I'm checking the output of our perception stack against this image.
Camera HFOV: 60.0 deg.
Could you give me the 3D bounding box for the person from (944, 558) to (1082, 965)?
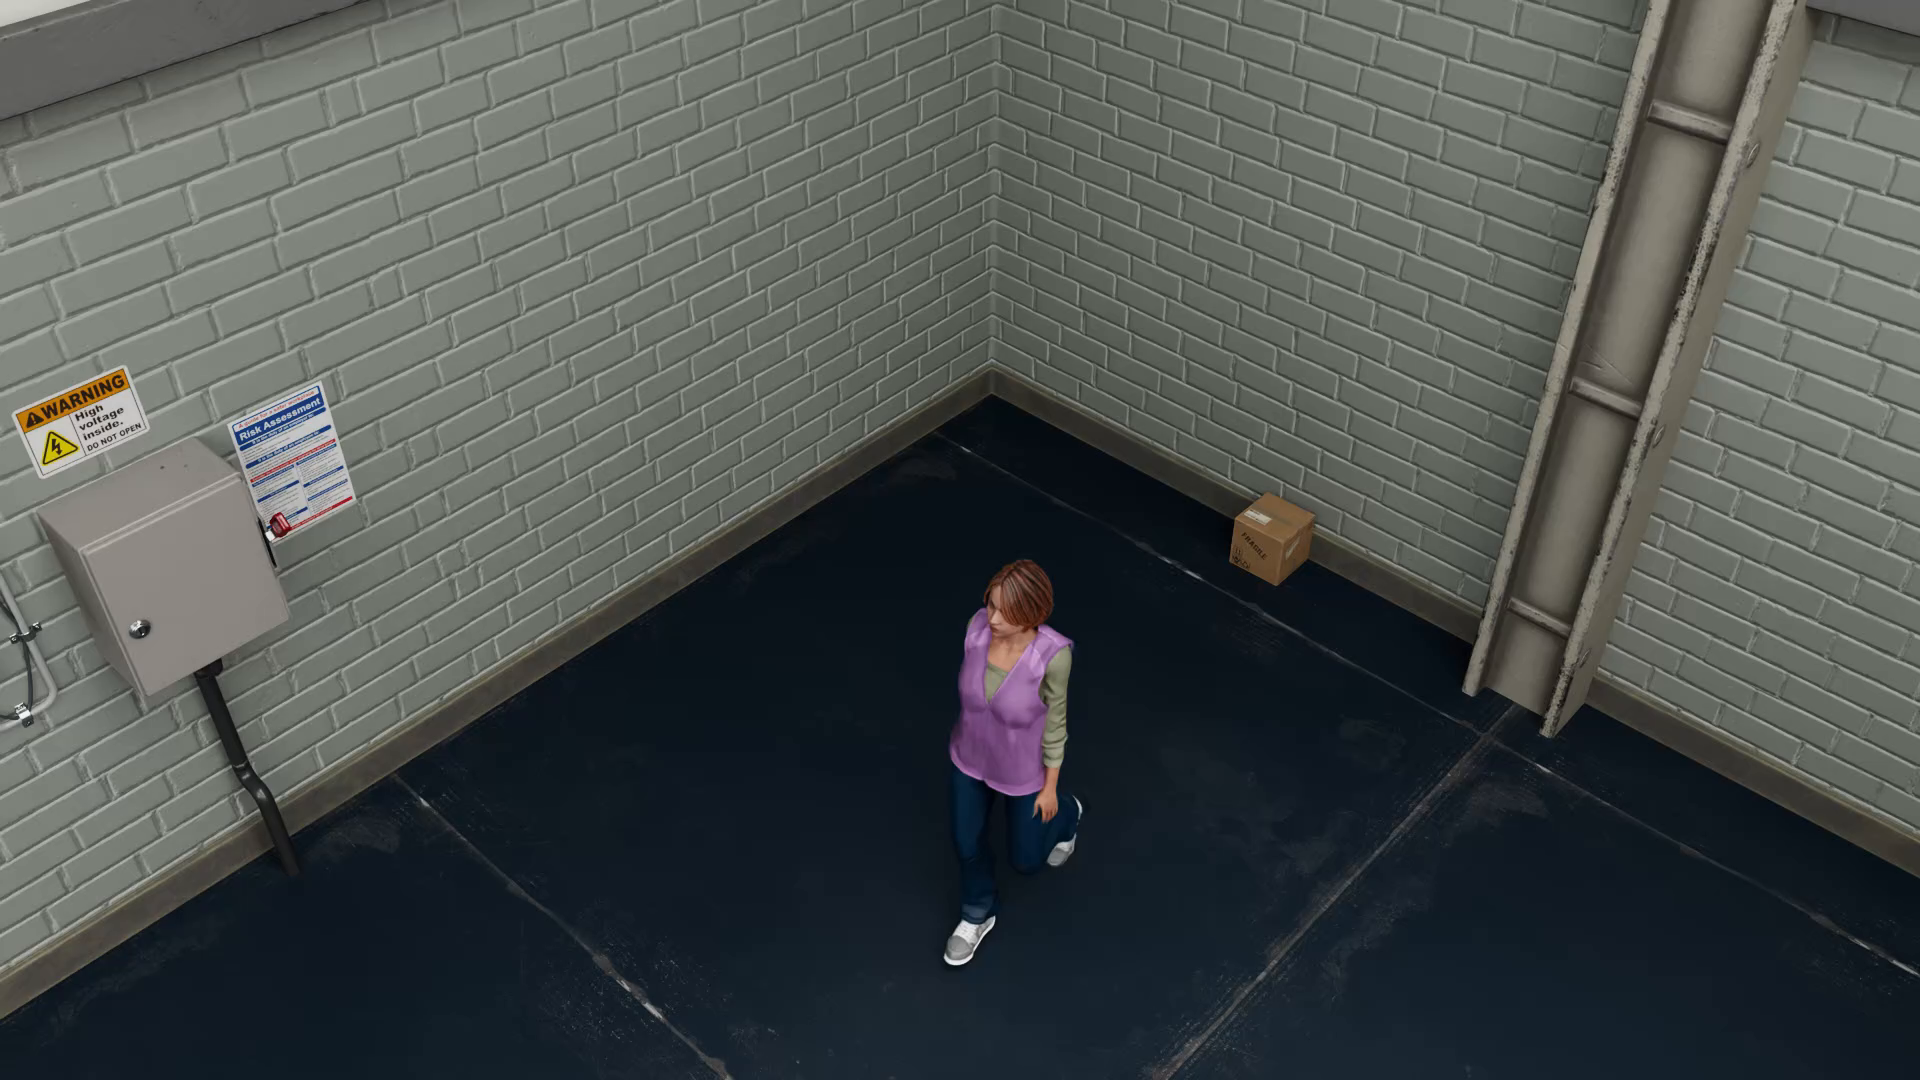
[{"bbox_3d":[0.170,0.681,5.323,0.409,1.575,0.657,20,44,22],"label":"person"}]
